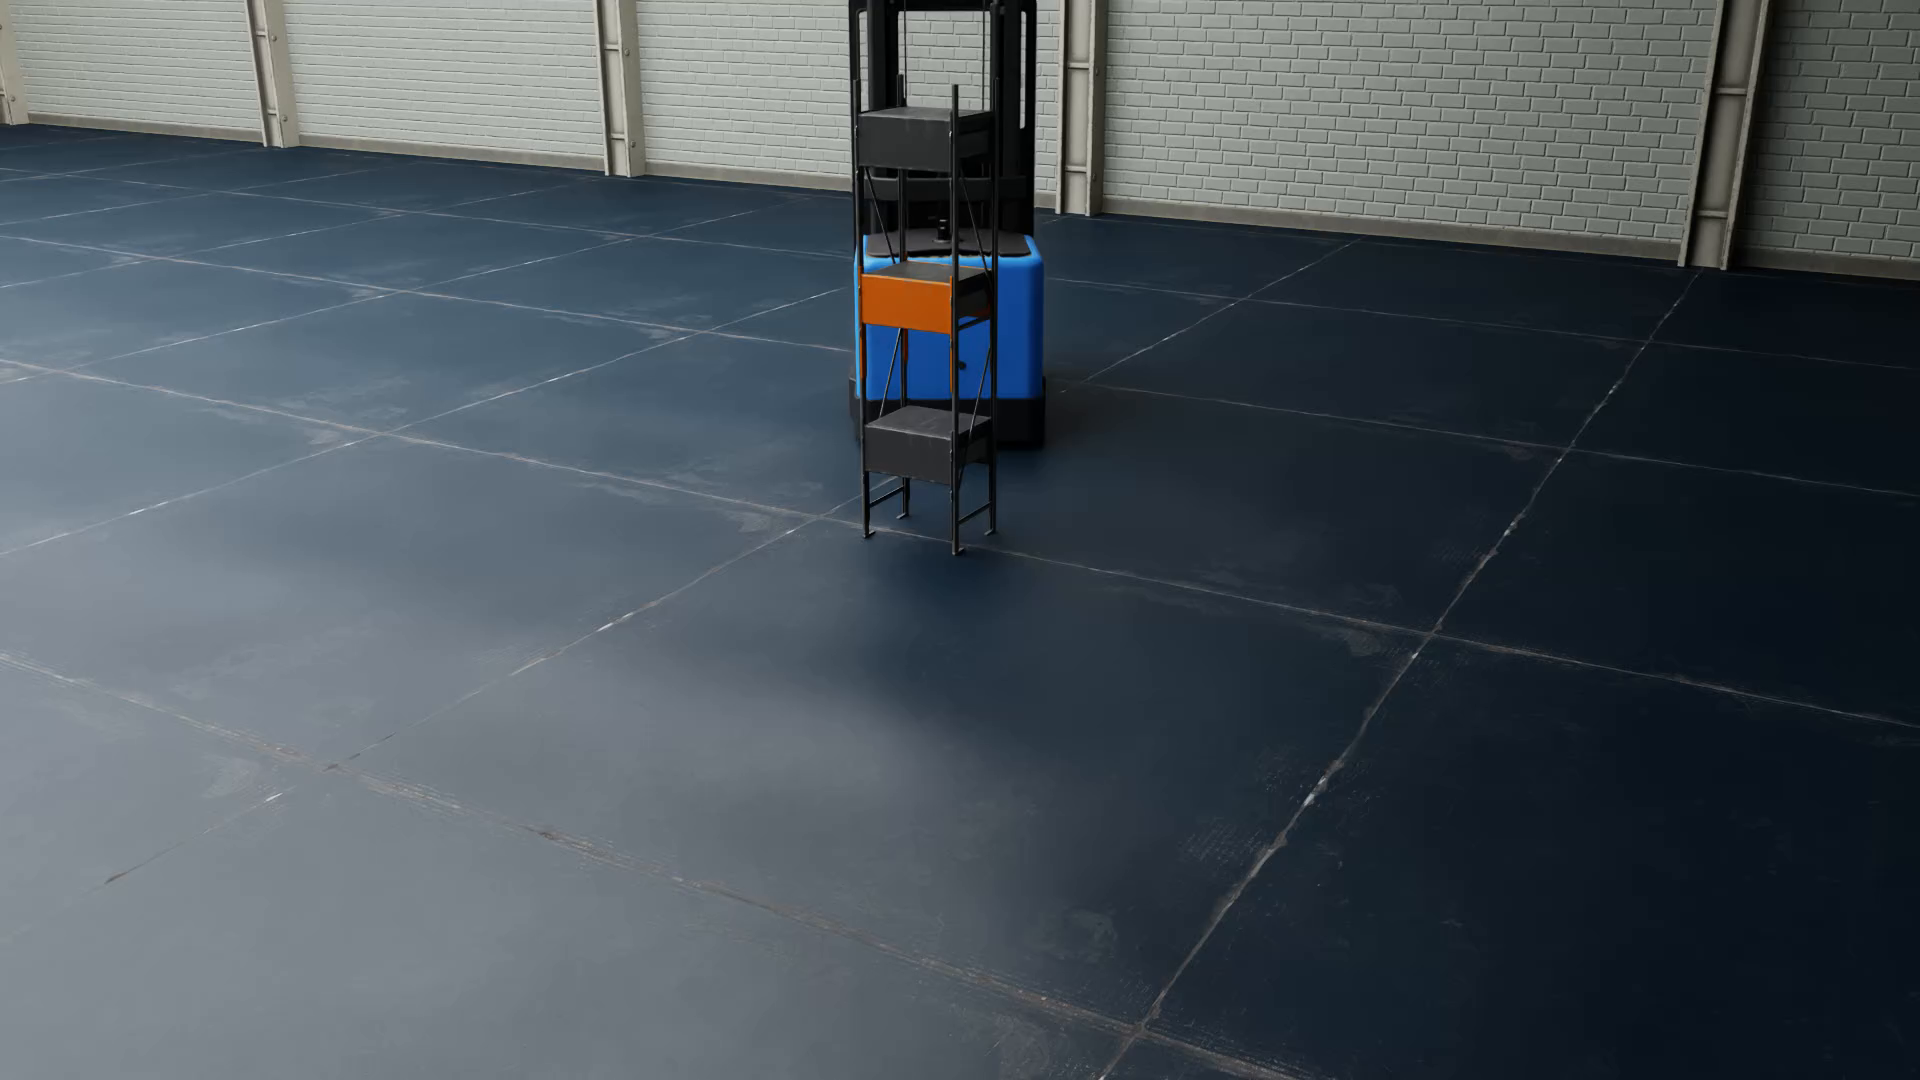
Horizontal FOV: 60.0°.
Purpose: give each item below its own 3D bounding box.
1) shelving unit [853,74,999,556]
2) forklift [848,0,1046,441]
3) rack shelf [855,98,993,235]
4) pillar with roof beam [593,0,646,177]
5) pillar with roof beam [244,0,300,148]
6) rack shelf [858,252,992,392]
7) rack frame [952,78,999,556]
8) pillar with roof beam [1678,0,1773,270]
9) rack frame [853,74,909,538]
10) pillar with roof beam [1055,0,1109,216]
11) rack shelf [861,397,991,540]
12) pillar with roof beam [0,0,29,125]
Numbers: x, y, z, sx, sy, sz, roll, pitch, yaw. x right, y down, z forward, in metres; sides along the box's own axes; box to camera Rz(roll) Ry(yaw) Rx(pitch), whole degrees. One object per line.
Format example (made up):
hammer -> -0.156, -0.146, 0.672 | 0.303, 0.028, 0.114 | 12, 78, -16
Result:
shelving unit -> -0.145, -1.015, 7.583 | 0.503, 2.100, 0.431 | 11, 23, 27
forklift -> -0.110, -2.365, 10.087 | 1.130, 2.935, 3.031 | -1, 20, -2
rack shelf -> -0.145, -1.660, 7.349 | 0.480, 0.518, 0.431 | 11, 23, 27
pillar with roof beam -> -6.106, -7.333, 14.885 | 0.400, 9.000, 9.100 | 11, 23, 27
pillar with roof beam -> -11.345, -8.331, 17.636 | 0.400, 9.000, 9.100 | 11, 23, 27
rack shelf -> -0.145, -1.002, 7.588 | 0.480, 0.518, 0.431 | 11, 23, 27
rack frame -> 0.069, -0.974, 7.471 | 0.015, 2.100, 0.400 | 11, 23, 27
pillar with roof beam -> 4.370, -5.338, 9.383 | 0.400, 9.000, 9.100 | 11, 23, 27
rack frame -> -0.358, -1.055, 7.695 | 0.015, 2.100, 0.400 | 11, 23, 27
pillar with roof beam -> -0.868, -6.335, 12.134 | 0.400, 9.000, 9.100 | 11, 23, 27
rack shelf -> -0.145, -0.344, 7.826 | 0.480, 0.518, 0.431 | 11, 23, 27
pillar with roof beam -> -16.583, -9.329, 20.386 | 0.400, 9.000, 9.100 | 11, 23, 27
